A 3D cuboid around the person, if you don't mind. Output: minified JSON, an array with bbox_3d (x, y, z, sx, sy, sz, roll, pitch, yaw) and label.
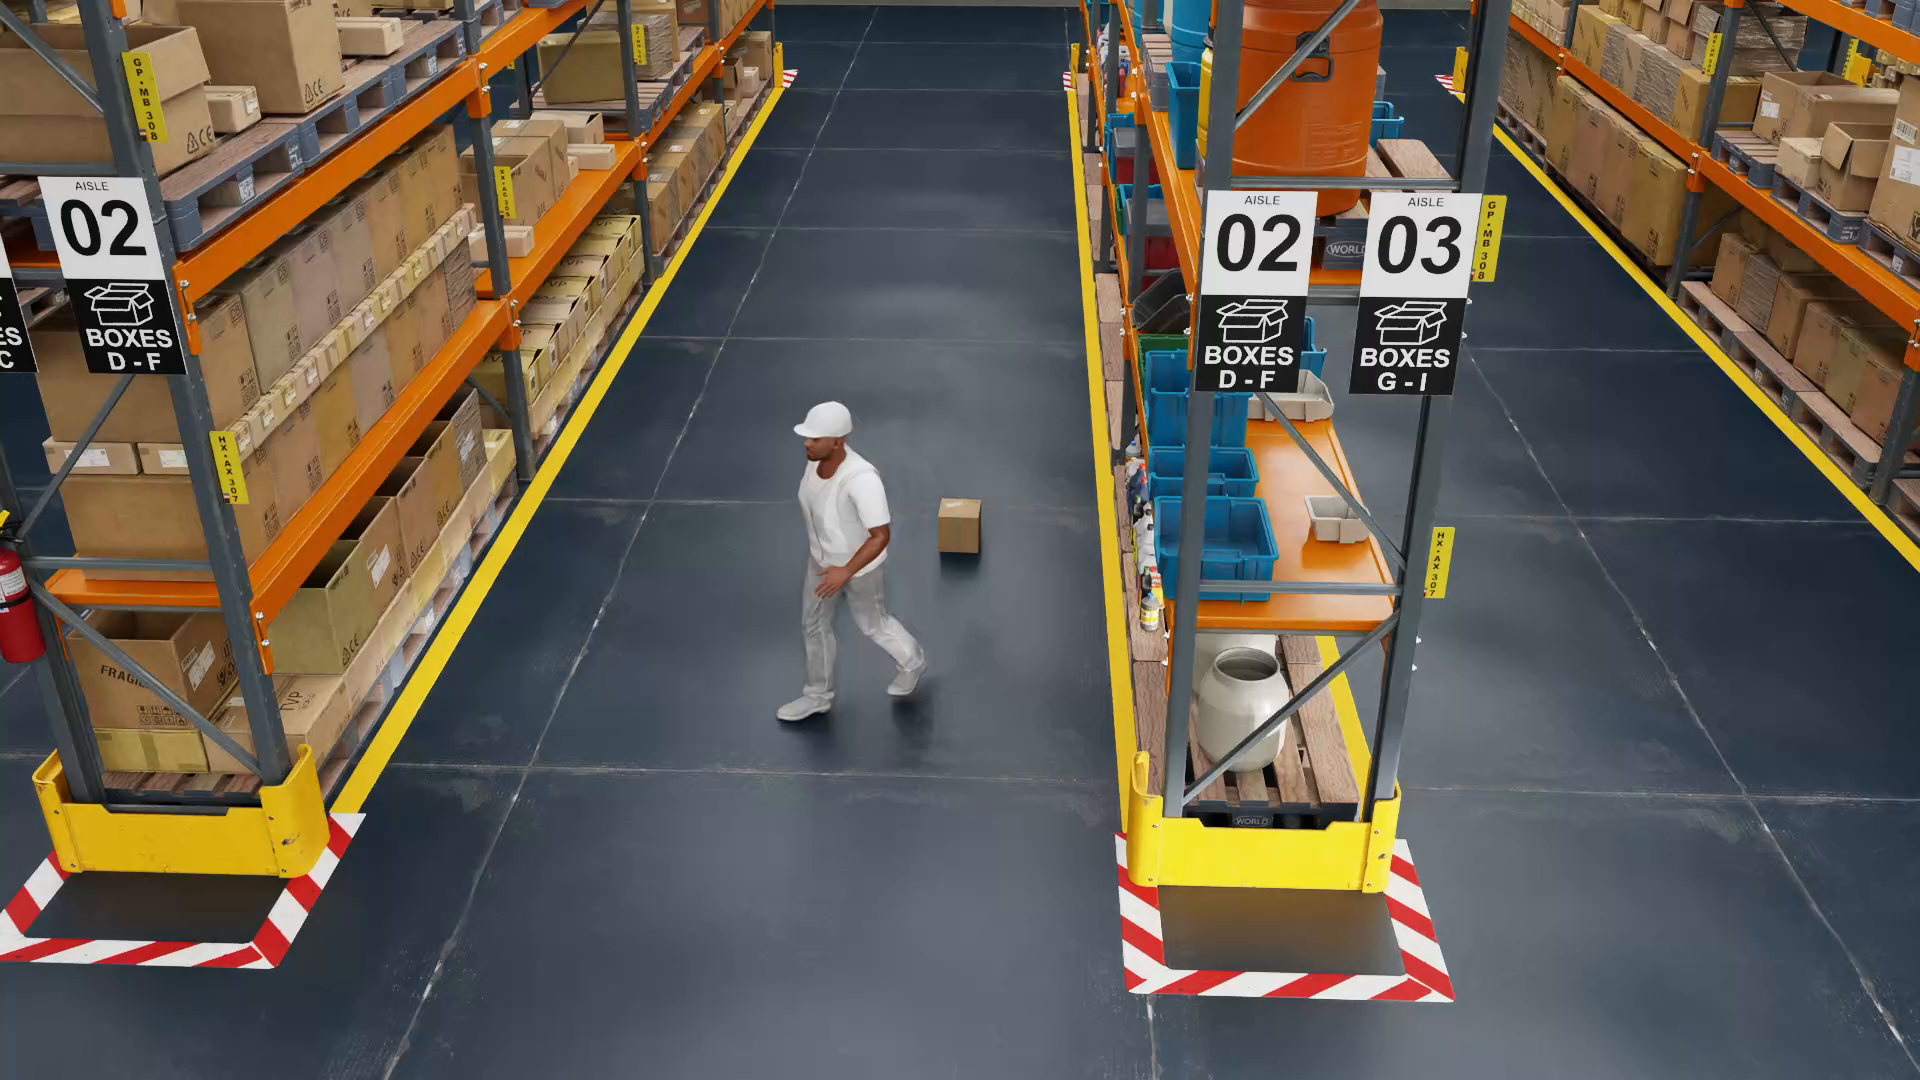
[{"bbox_3d":[-0.544,0.092,8.388,0.840,1.748,0.719,-22,35,-35],"label":"person"}]
